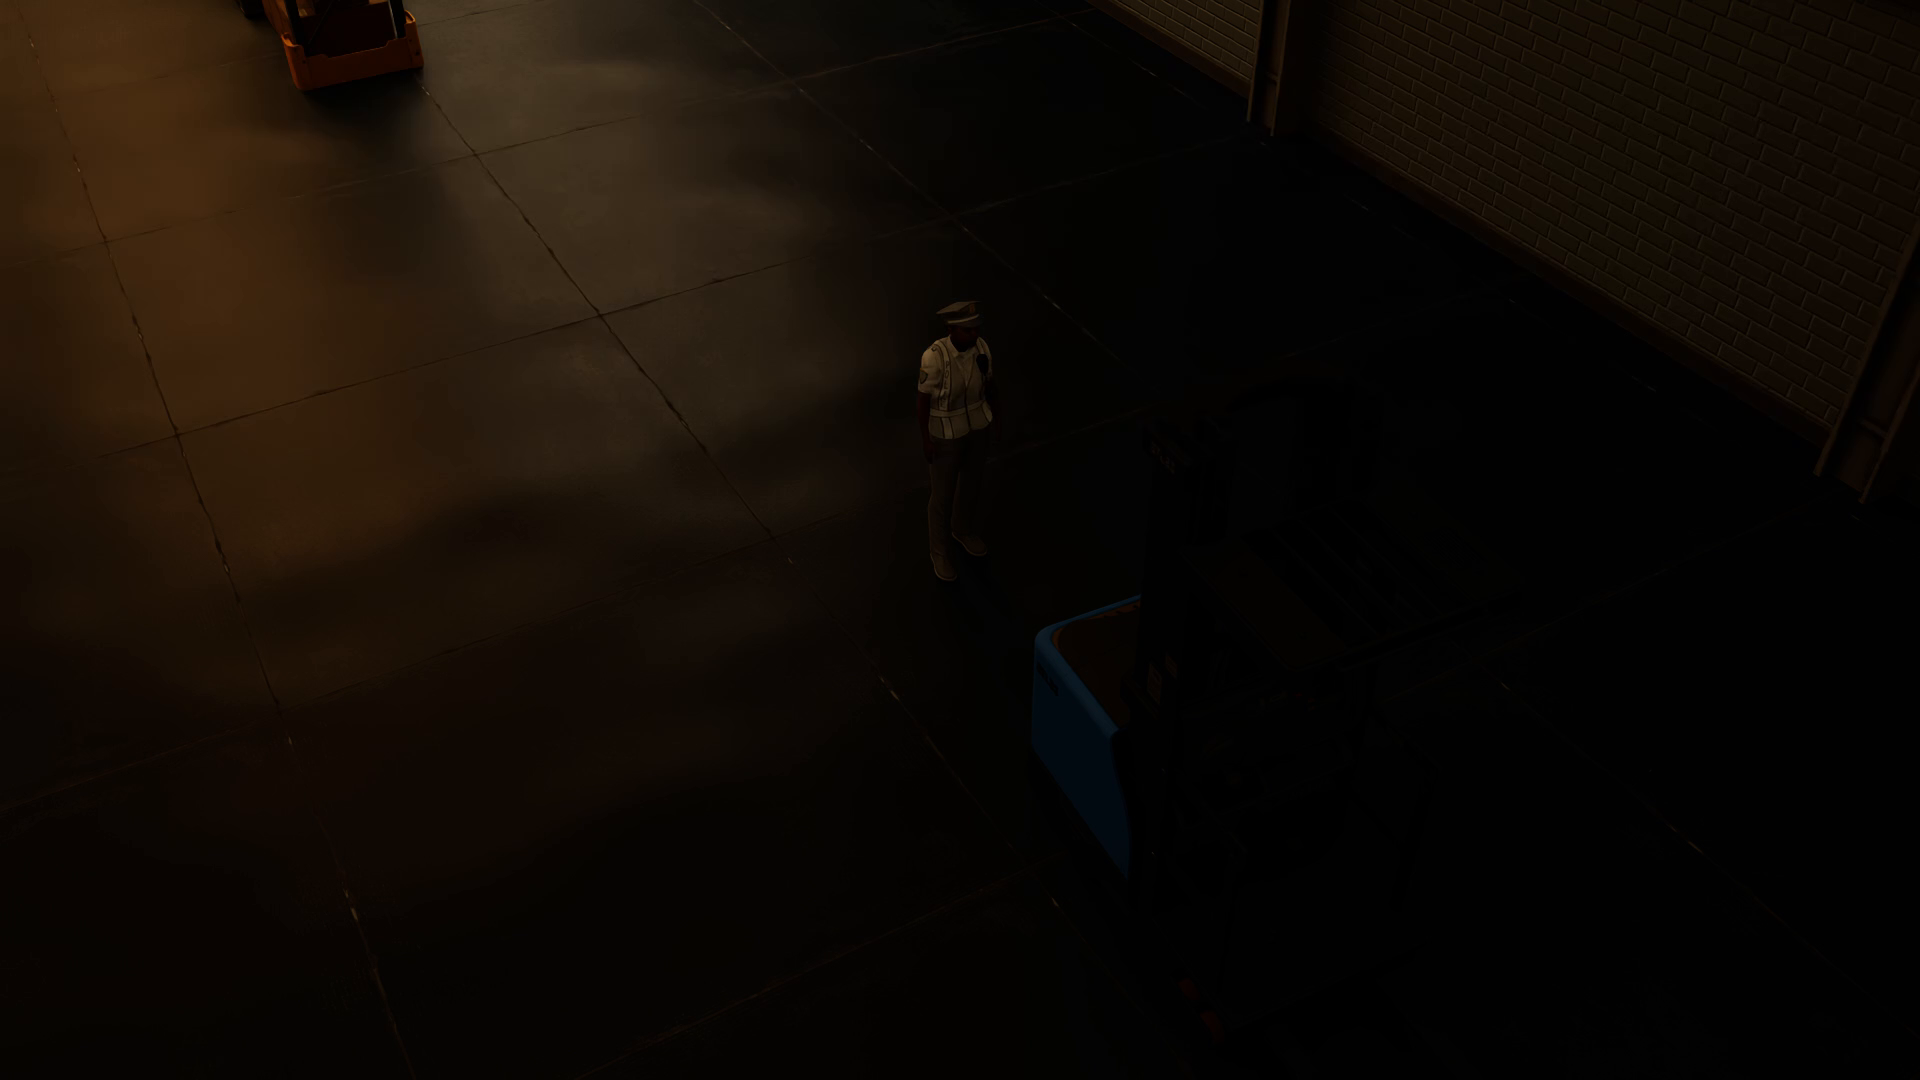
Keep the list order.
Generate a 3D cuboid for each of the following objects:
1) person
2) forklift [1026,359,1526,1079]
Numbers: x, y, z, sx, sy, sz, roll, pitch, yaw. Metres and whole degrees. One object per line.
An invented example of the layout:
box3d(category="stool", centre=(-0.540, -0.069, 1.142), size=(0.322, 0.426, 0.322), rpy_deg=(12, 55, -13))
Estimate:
box3d(category="person", centre=(0.018, -0.609, 9.727), size=(0.564, 1.697, 0.528), rpy_deg=(-20, 44, -23))
box3d(category="forklift", centre=(1.453, 0.846, 7.016), size=(1.130, 2.935, 3.031), rpy_deg=(-18, 43, -20))
